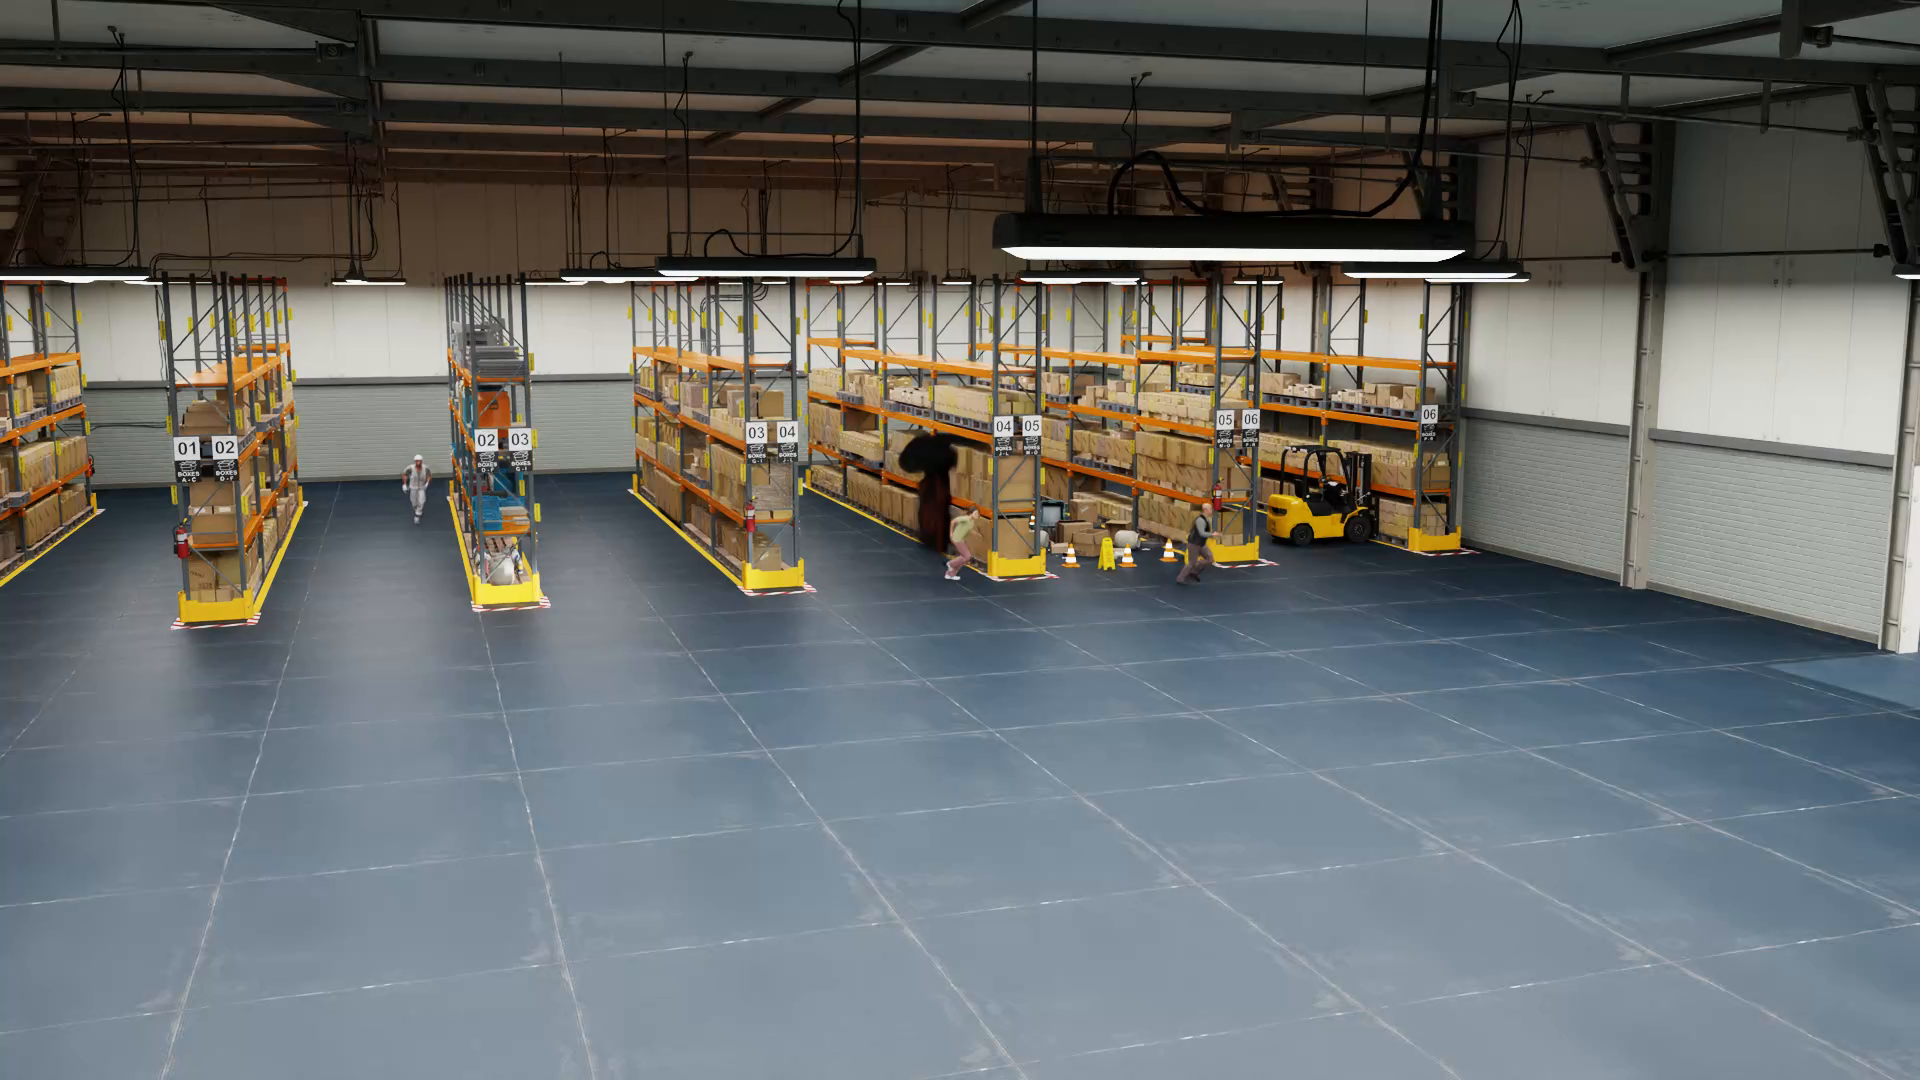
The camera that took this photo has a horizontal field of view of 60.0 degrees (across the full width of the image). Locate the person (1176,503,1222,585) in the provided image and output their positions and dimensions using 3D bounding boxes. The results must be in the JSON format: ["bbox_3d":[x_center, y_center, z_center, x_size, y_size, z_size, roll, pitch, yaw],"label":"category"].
[{"bbox_3d":[4.636,0.078,32.143,0.898,1.615,0.656,4,9,23],"label":"person"}]

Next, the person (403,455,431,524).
[{"bbox_3d":[-13.275,-1.248,40.684,0.668,1.713,0.713,-5,10,-29],"label":"person"}]

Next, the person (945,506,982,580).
[{"bbox_3d":[0.042,0.065,32.704,0.786,1.500,0.605,5,10,27],"label":"person"}]
